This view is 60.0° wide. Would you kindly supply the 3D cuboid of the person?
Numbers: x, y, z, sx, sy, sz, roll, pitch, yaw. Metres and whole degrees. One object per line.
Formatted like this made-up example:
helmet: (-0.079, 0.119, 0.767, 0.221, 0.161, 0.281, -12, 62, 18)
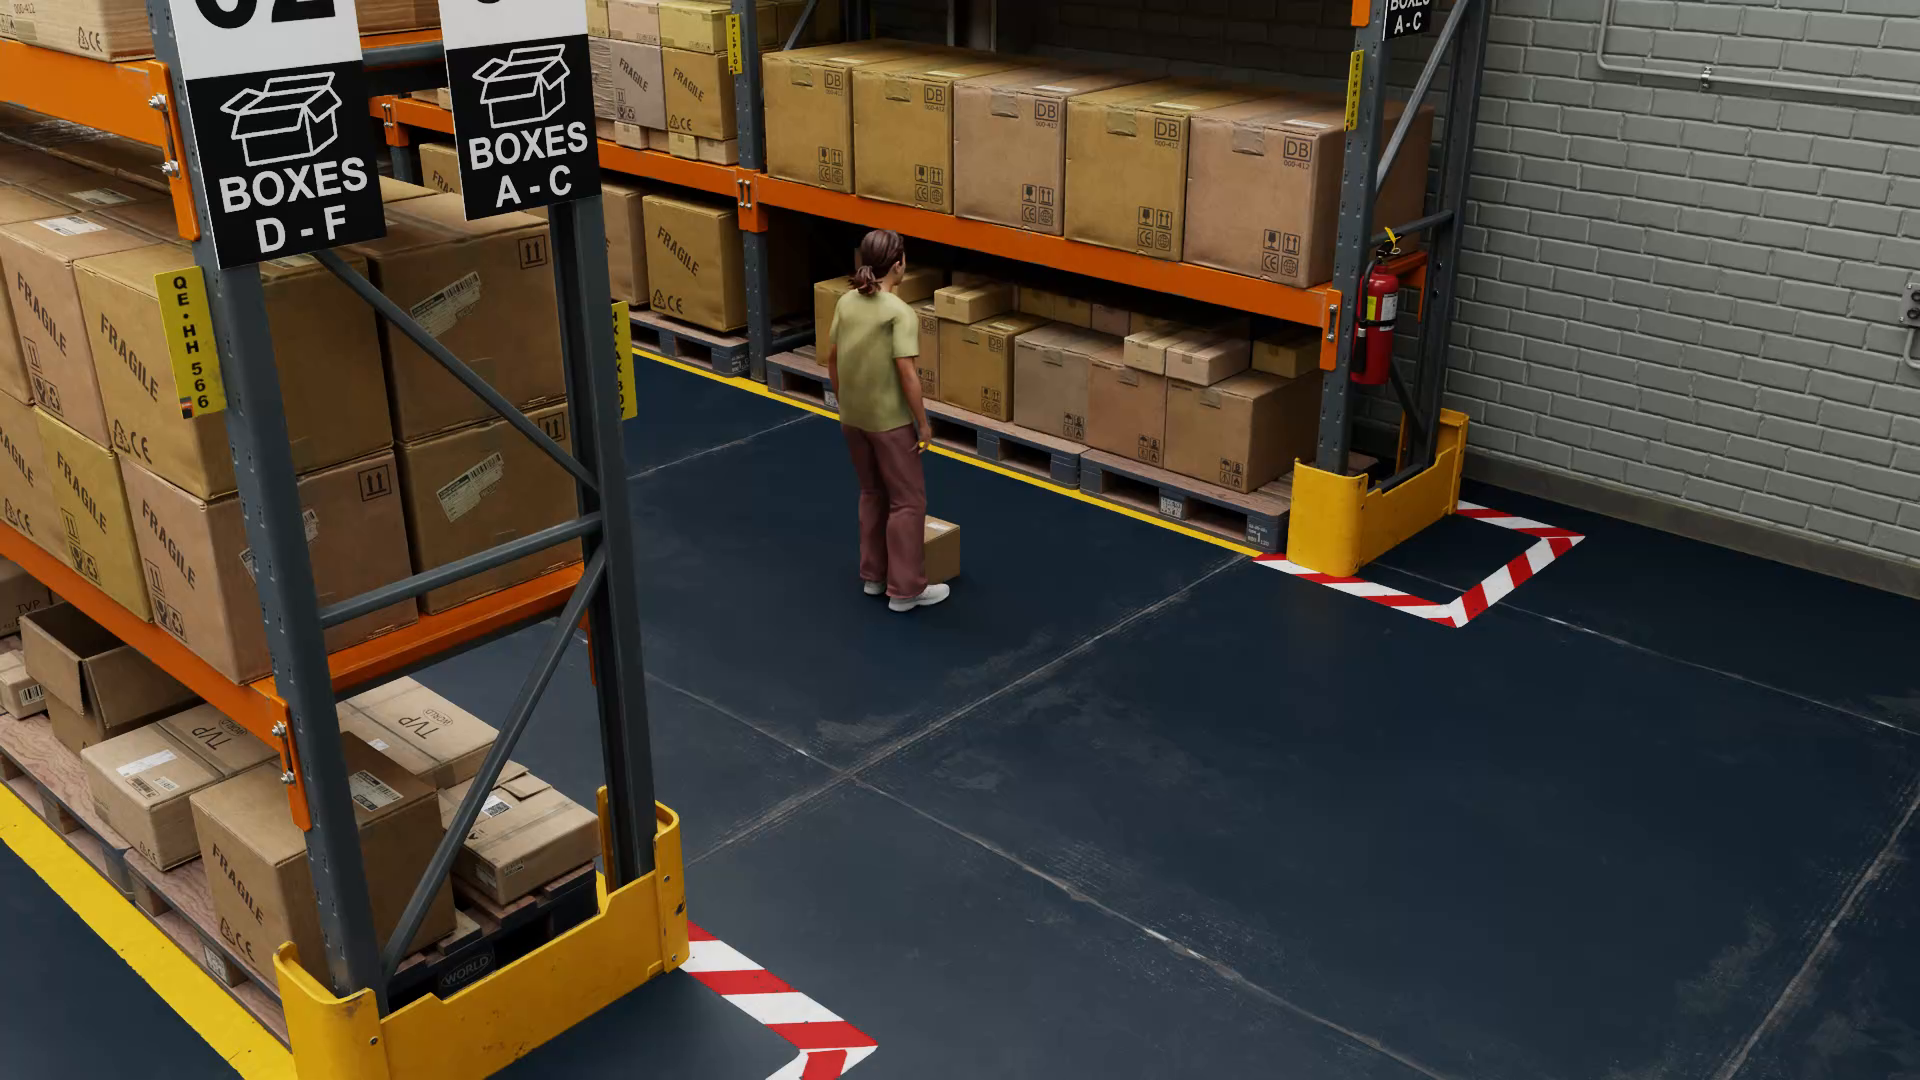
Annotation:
person: (-0.318, -0.528, 7.288, 0.519, 1.673, 0.408, 18, 30, 35)
